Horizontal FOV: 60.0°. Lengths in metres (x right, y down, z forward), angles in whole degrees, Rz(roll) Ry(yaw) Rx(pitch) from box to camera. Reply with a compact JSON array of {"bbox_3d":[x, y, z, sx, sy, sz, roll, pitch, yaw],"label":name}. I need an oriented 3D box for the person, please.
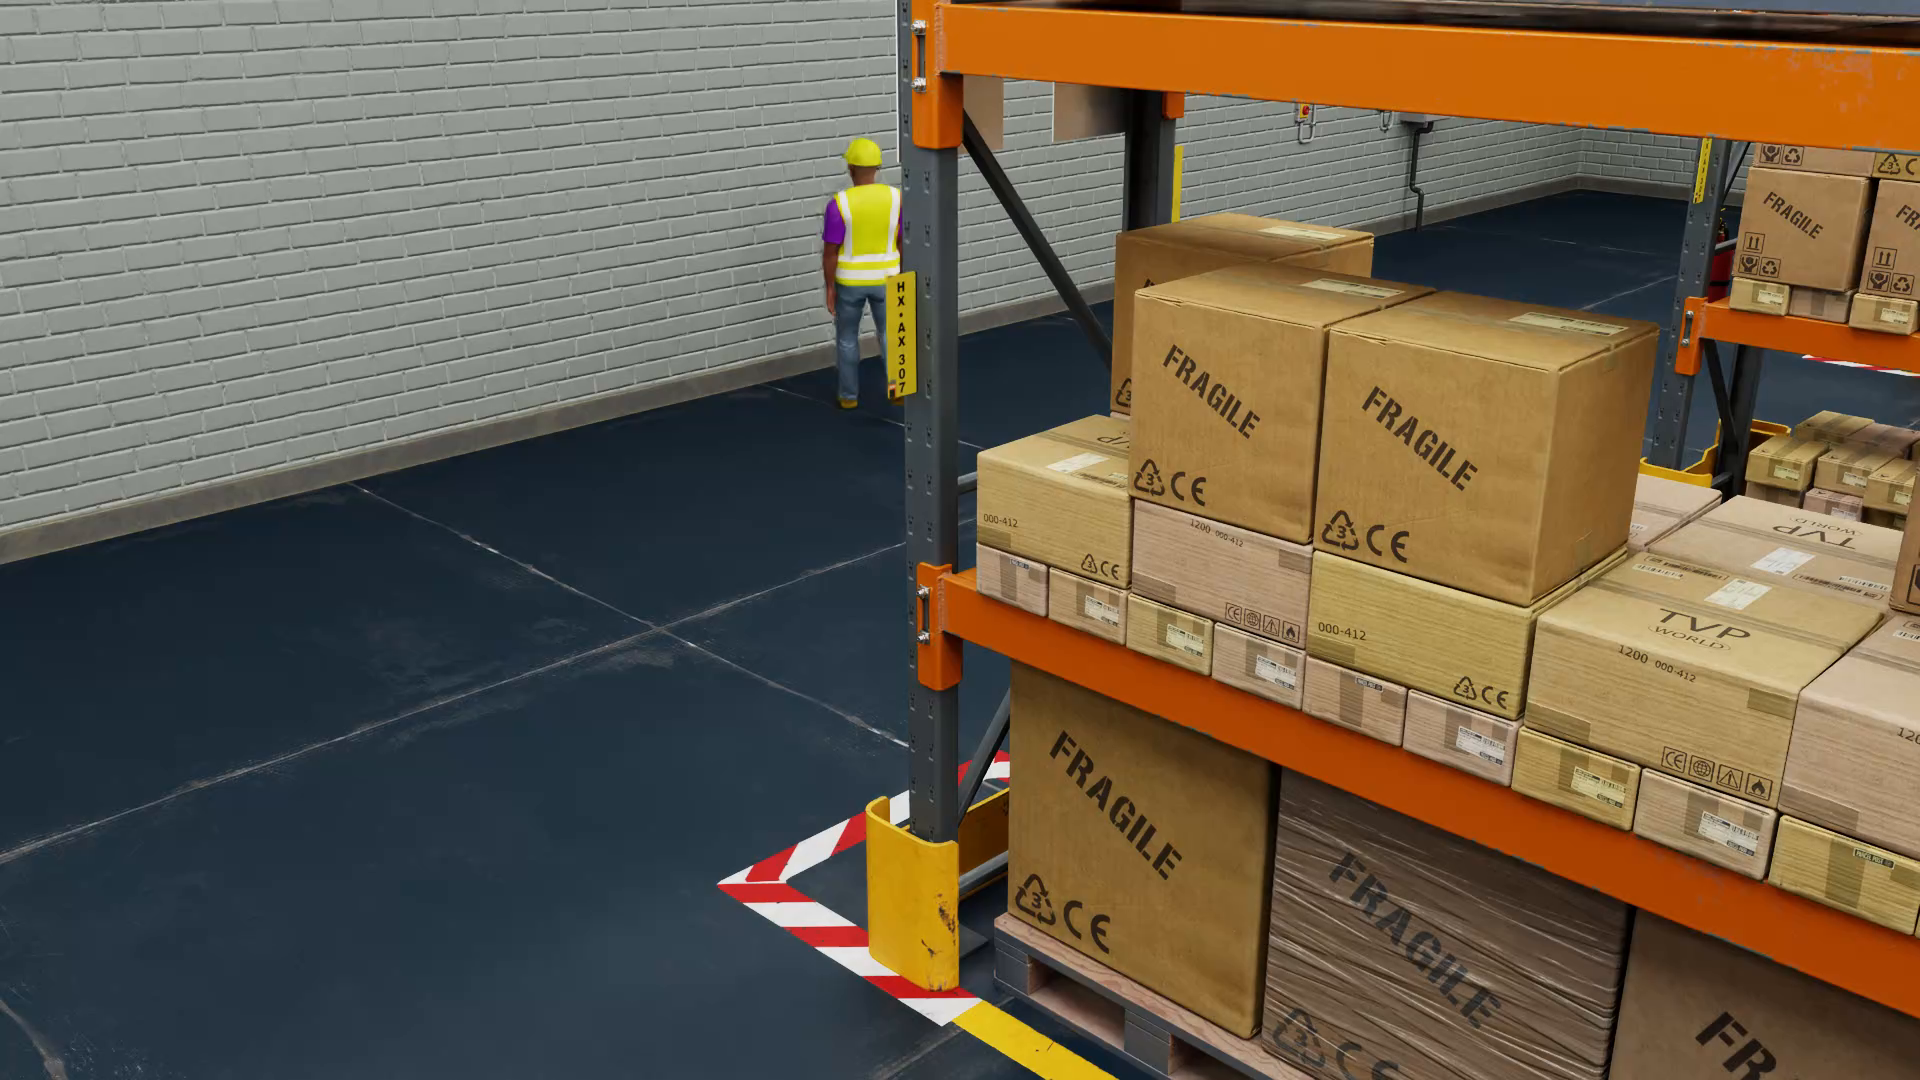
[{"bbox_3d":[-0.593,-1.639,10.415,0.585,1.741,0.806,-5,21,-14],"label":"person"}]
